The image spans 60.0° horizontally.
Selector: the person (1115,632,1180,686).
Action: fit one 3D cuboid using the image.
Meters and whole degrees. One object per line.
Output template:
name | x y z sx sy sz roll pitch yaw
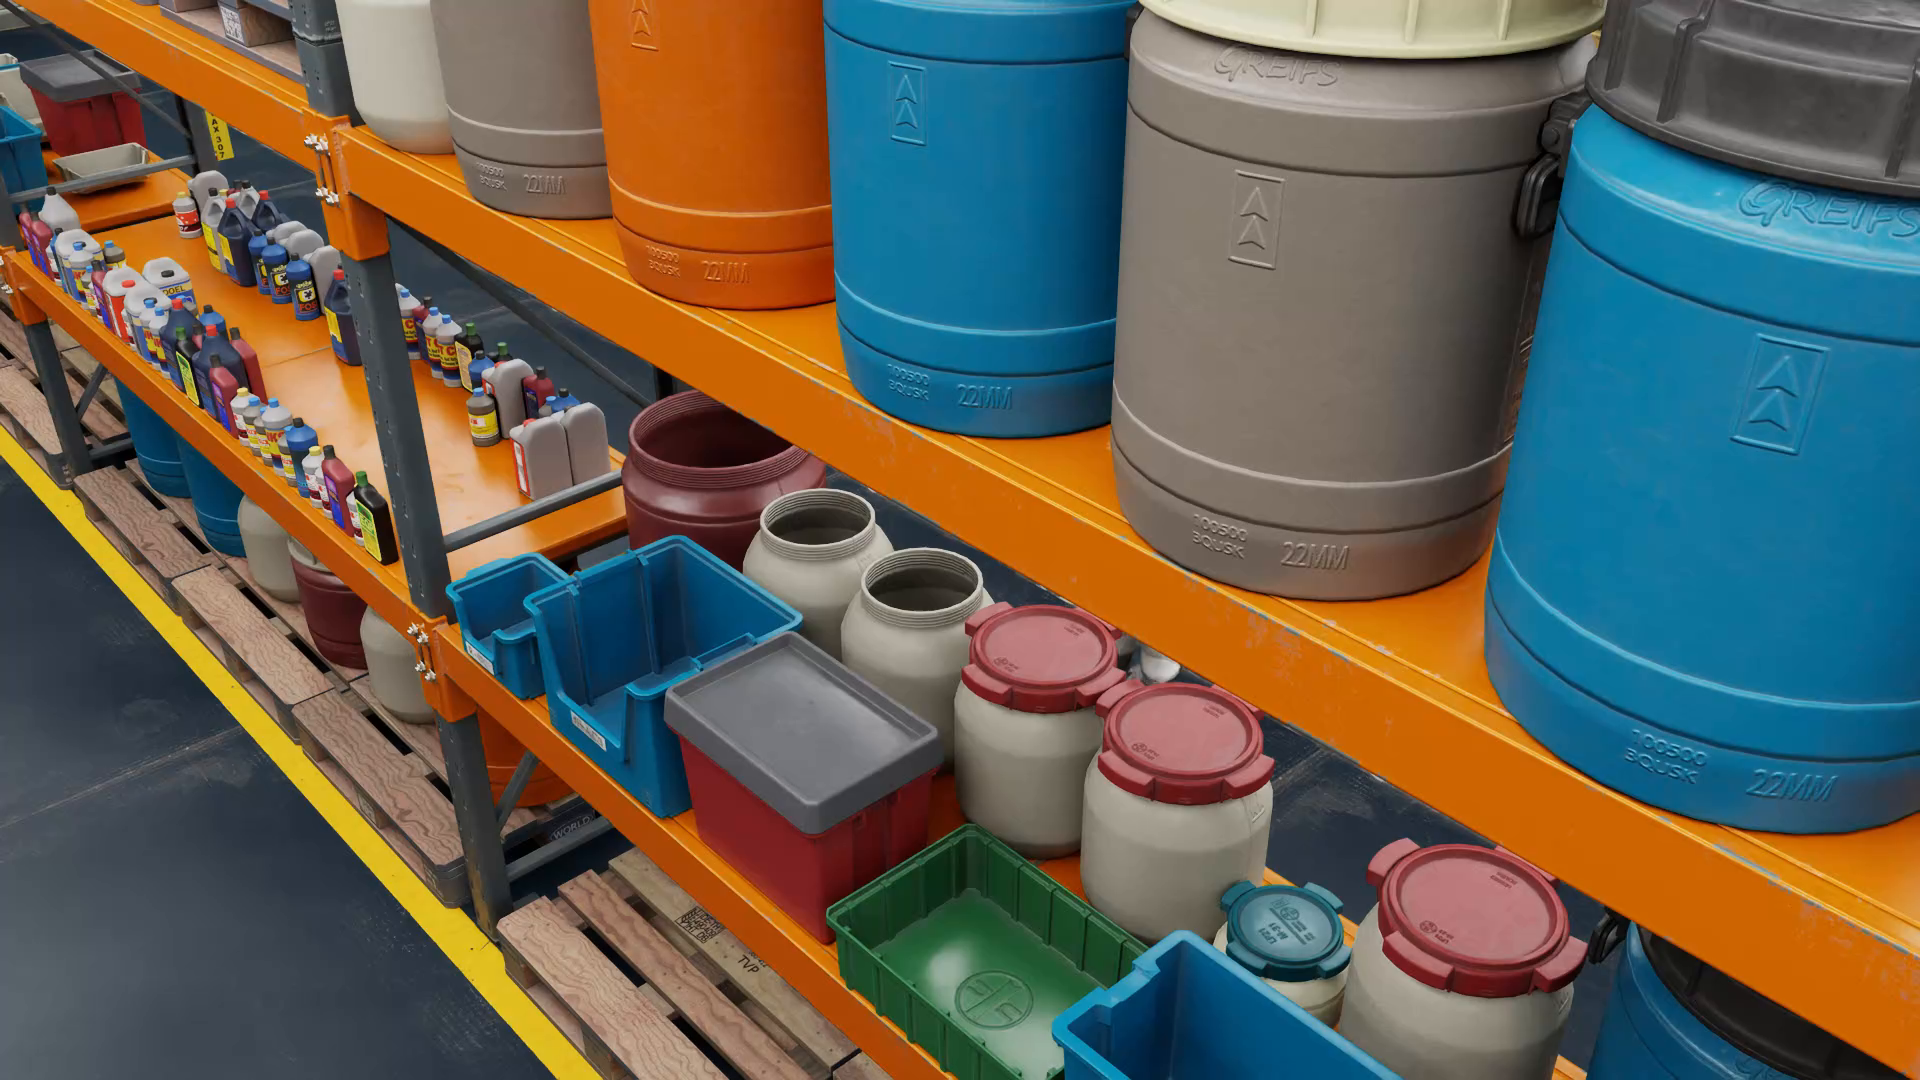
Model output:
person | 0.742 -0.129 6.321 0.510 1.792 0.554 26 40 36
